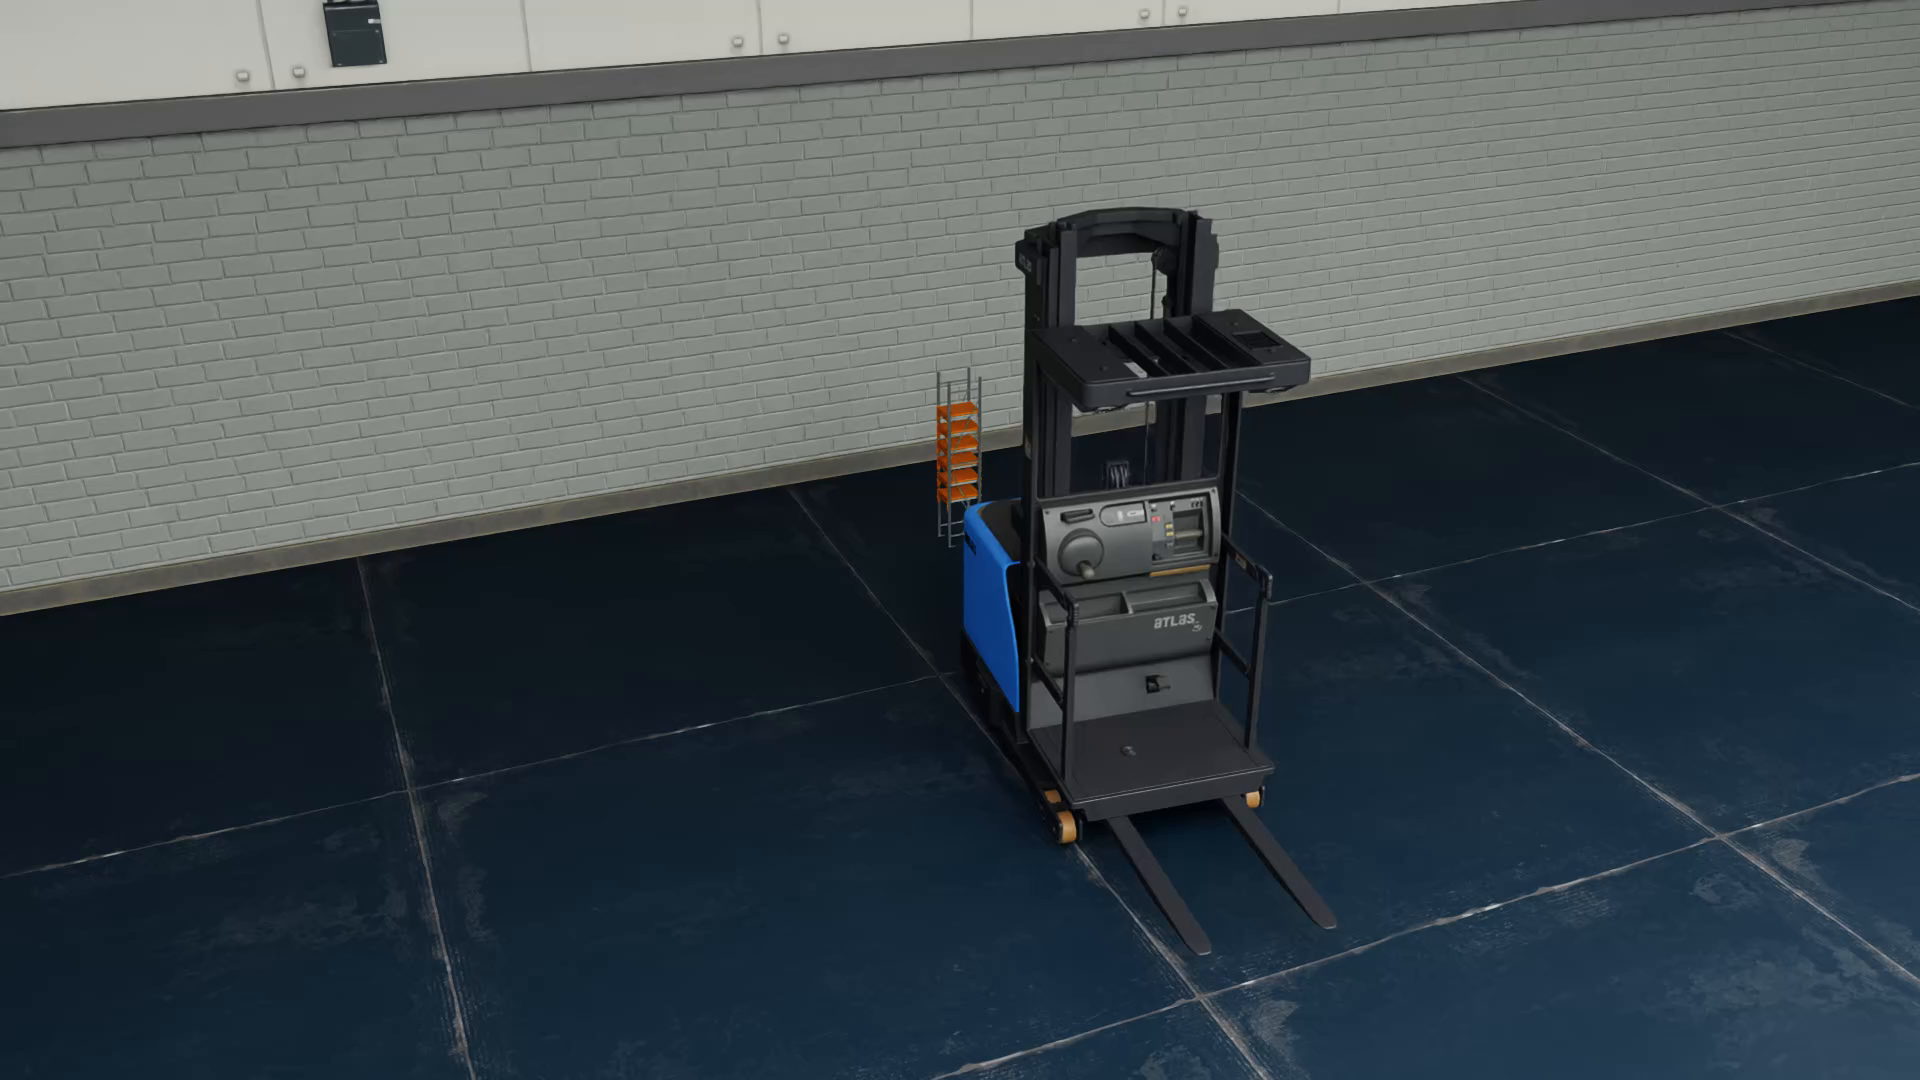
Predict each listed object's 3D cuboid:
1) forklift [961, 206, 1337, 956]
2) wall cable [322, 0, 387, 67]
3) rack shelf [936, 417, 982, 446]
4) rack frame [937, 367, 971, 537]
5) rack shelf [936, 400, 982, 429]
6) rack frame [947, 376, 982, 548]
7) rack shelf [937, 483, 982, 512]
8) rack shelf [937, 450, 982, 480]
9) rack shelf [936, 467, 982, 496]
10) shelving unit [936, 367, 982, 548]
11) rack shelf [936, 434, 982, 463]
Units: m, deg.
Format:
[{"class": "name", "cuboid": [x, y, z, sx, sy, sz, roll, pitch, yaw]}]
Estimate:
[{"class": "forklift", "cuboid": [0.917, 0.004, 8.048, 1.130, 2.935, 3.031, -8, 27, -15]}, {"class": "wall cable", "cuboid": [-2.653, -5.701, 8.941, 2.305, 6.003, 0.169, -11, 28, -21]}, {"class": "rack shelf", "cuboid": [-0.006, -0.721, 11.059, 0.258, 0.103, 0.180, -11, 28, -21]}, {"class": "rack frame", "cuboid": [-0.042, -0.582, 11.220, 0.240, 1.200, 0.006, -11, 28, -21]}, {"class": "rack shelf", "cuboid": [-0.006, -0.829, 11.006, 0.258, 0.103, 0.180, -11, 28, -21]}, {"class": "rack frame", "cuboid": [0.030, -0.508, 11.069, 0.240, 1.200, 0.006, -11, 28, -21]}, {"class": "rack shelf", "cuboid": [-0.006, -0.289, 11.270, 0.258, 0.103, 0.180, -11, 28, -21]}, {"class": "rack shelf", "cuboid": [-0.006, -0.505, 11.164, 0.258, 0.103, 0.180, -11, 28, -21]}, {"class": "rack shelf", "cuboid": [-0.006, -0.397, 11.217, 0.258, 0.103, 0.180, -11, 28, -21]}, {"class": "shelving unit", "cuboid": [-0.006, -0.545, 11.145, 0.258, 1.200, 0.189, -11, 28, -21]}, {"class": "rack shelf", "cuboid": [-0.006, -0.613, 11.112, 0.258, 0.103, 0.180, -11, 28, -21]}]
